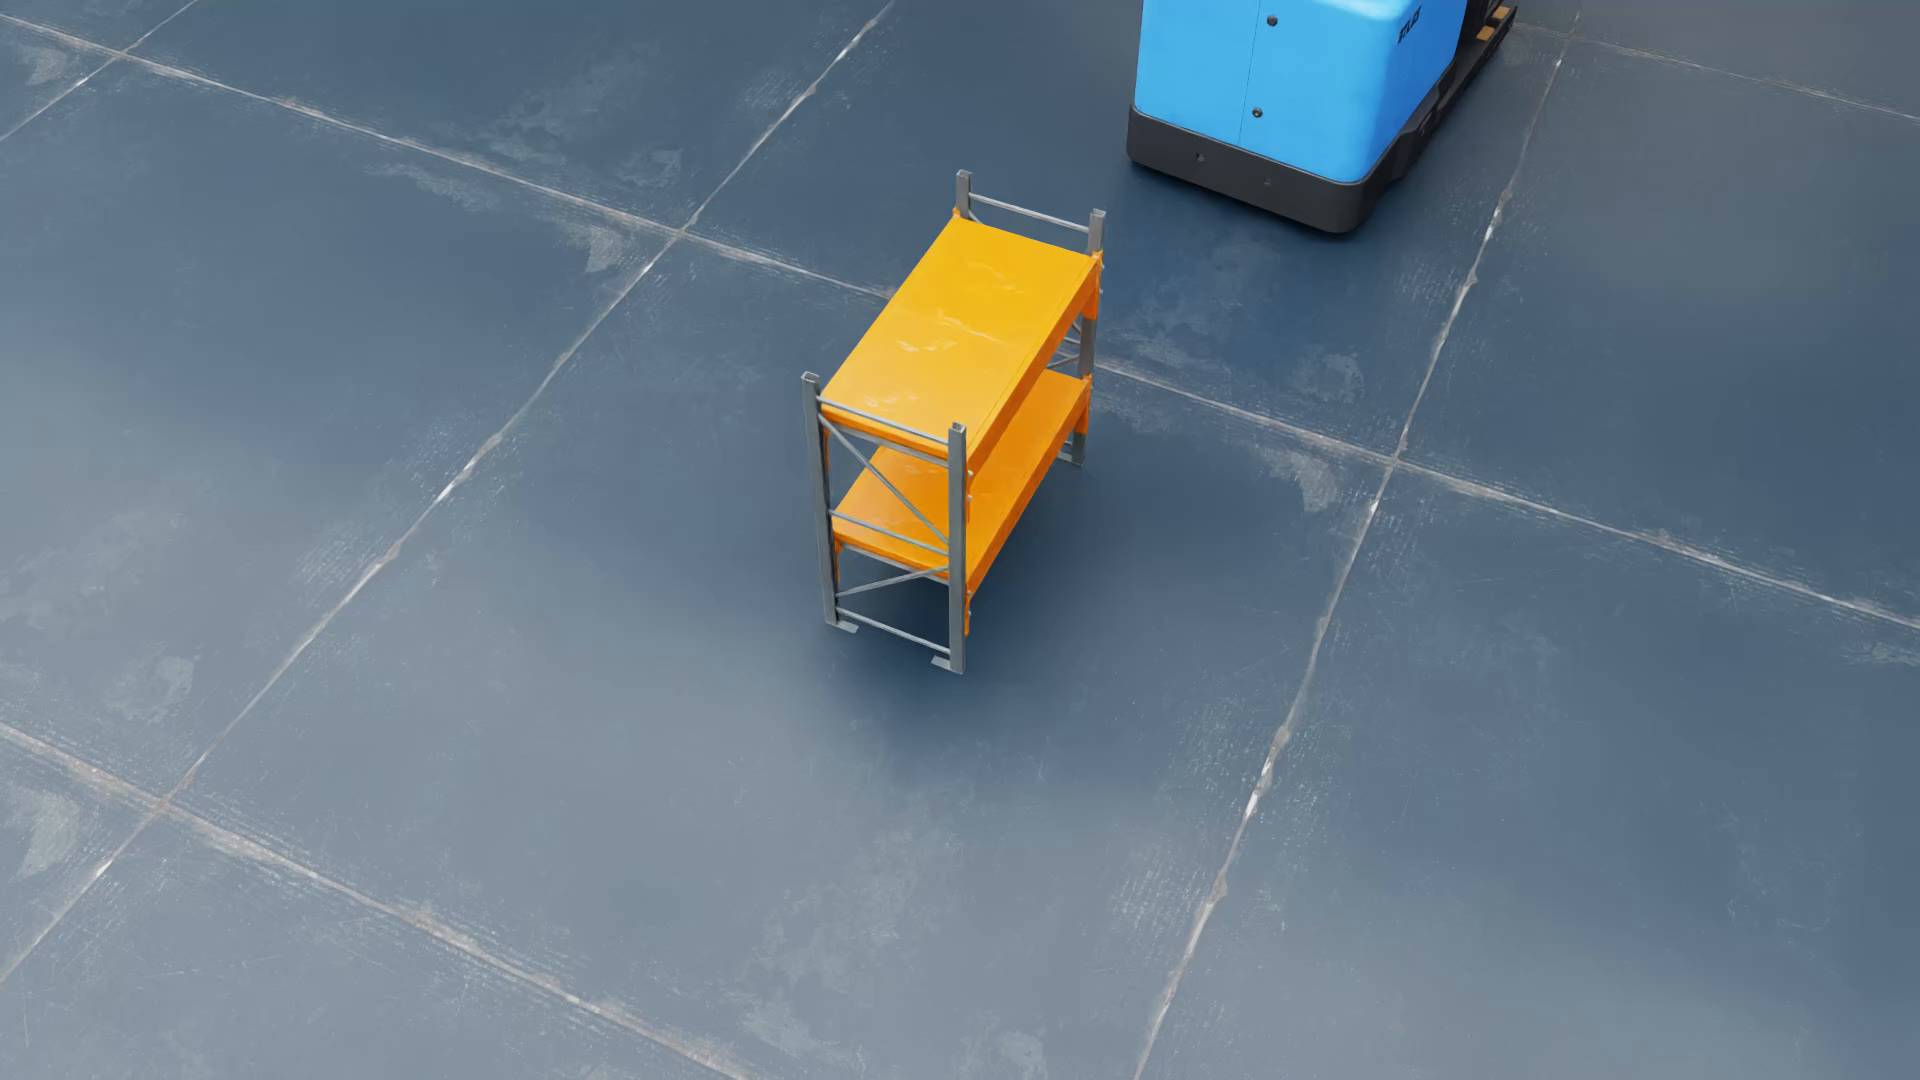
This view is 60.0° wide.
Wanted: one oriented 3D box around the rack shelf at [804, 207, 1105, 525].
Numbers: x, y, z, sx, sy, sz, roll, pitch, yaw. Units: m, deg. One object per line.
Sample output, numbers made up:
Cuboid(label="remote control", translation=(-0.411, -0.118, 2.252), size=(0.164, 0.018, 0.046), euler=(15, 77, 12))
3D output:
Cuboid(label="rack shelf", translation=(0.003, -0.559, 5.103), size=(0.538, 0.278, 1.000), euler=(20, 52, 16))

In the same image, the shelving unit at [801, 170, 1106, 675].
Cuboid(label="shelving unit", translation=(0.003, -0.369, 5.326), size=(0.538, 1.125, 1.048), euler=(20, 52, 16))

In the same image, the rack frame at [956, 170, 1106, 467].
Cuboid(label="rack frame", translation=(0.220, -0.719, 5.623), size=(0.500, 1.125, 0.032), euler=(20, 52, 16))

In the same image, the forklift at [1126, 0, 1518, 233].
Cuboid(label="forklift", translation=(1.908, -3.302, 6.635), size=(1.130, 2.935, 3.031), euler=(25, 54, 20))

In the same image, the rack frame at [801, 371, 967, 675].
Cuboid(label="rack frame", translation=(-0.214, -0.019, 5.028), size=(0.500, 1.125, 0.032), euler=(20, 52, 16))

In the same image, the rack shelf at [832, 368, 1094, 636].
Cuboid(label="rack shelf", translation=(0.003, -0.211, 5.512), size=(0.538, 0.278, 1.000), euler=(20, 52, 16))
